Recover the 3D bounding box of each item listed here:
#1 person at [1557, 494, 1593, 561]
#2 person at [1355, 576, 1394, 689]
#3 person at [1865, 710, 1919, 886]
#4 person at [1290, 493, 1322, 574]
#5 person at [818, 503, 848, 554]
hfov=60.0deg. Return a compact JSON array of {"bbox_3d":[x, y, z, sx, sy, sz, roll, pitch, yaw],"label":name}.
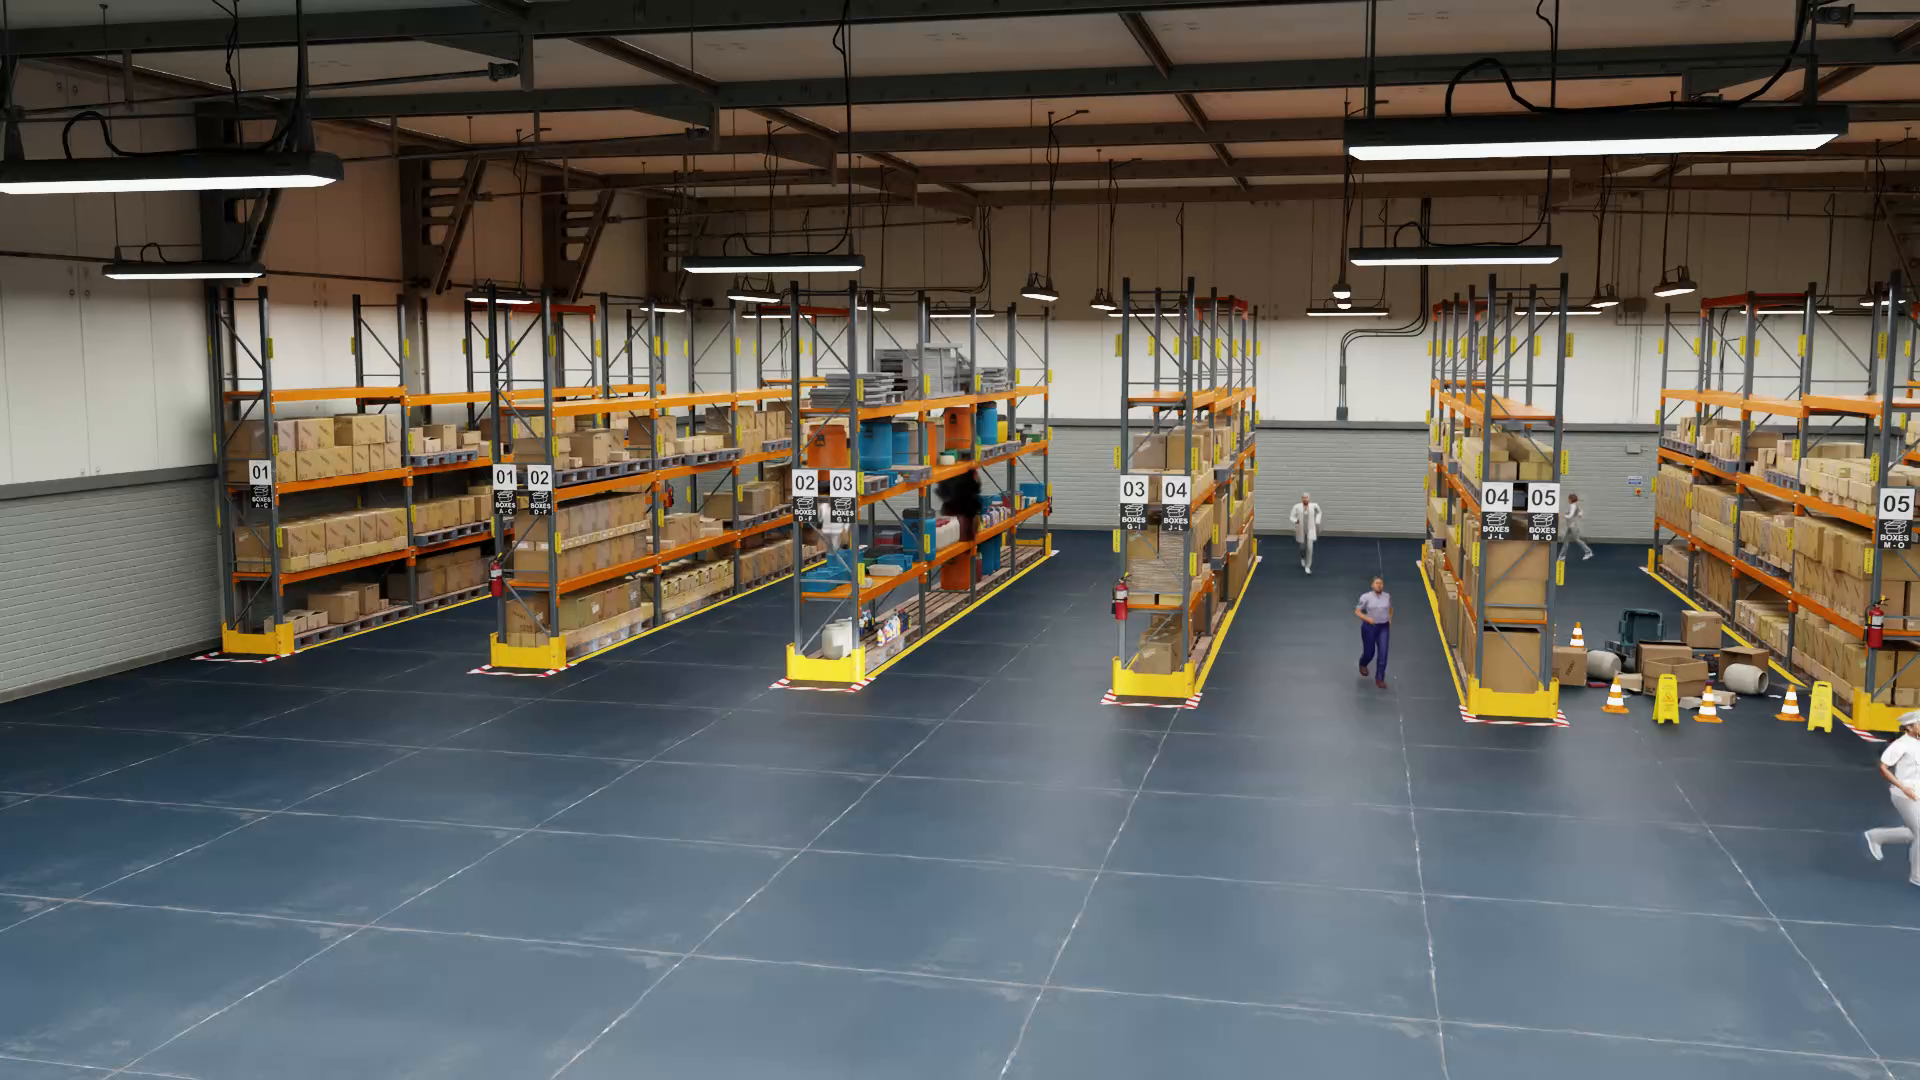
[{"bbox_3d":[14.384,-0.286,38.938,0.842,1.612,0.520,2,7,16],"label":"person"},{"bbox_3d":[6.172,1.387,24.753,0.585,1.536,0.848,0,7,-3],"label":"person"},{"bbox_3d":[8.872,2.401,15.619,0.558,1.686,0.760,-5,8,-35],"label":"person"},{"bbox_3d":[7.814,-0.185,37.611,0.701,1.793,1.017,1,7,13],"label":"person"},{"bbox_3d":[-2.650,-0.106,34.194,0.694,1.842,0.896,1,7,6],"label":"person"}]
